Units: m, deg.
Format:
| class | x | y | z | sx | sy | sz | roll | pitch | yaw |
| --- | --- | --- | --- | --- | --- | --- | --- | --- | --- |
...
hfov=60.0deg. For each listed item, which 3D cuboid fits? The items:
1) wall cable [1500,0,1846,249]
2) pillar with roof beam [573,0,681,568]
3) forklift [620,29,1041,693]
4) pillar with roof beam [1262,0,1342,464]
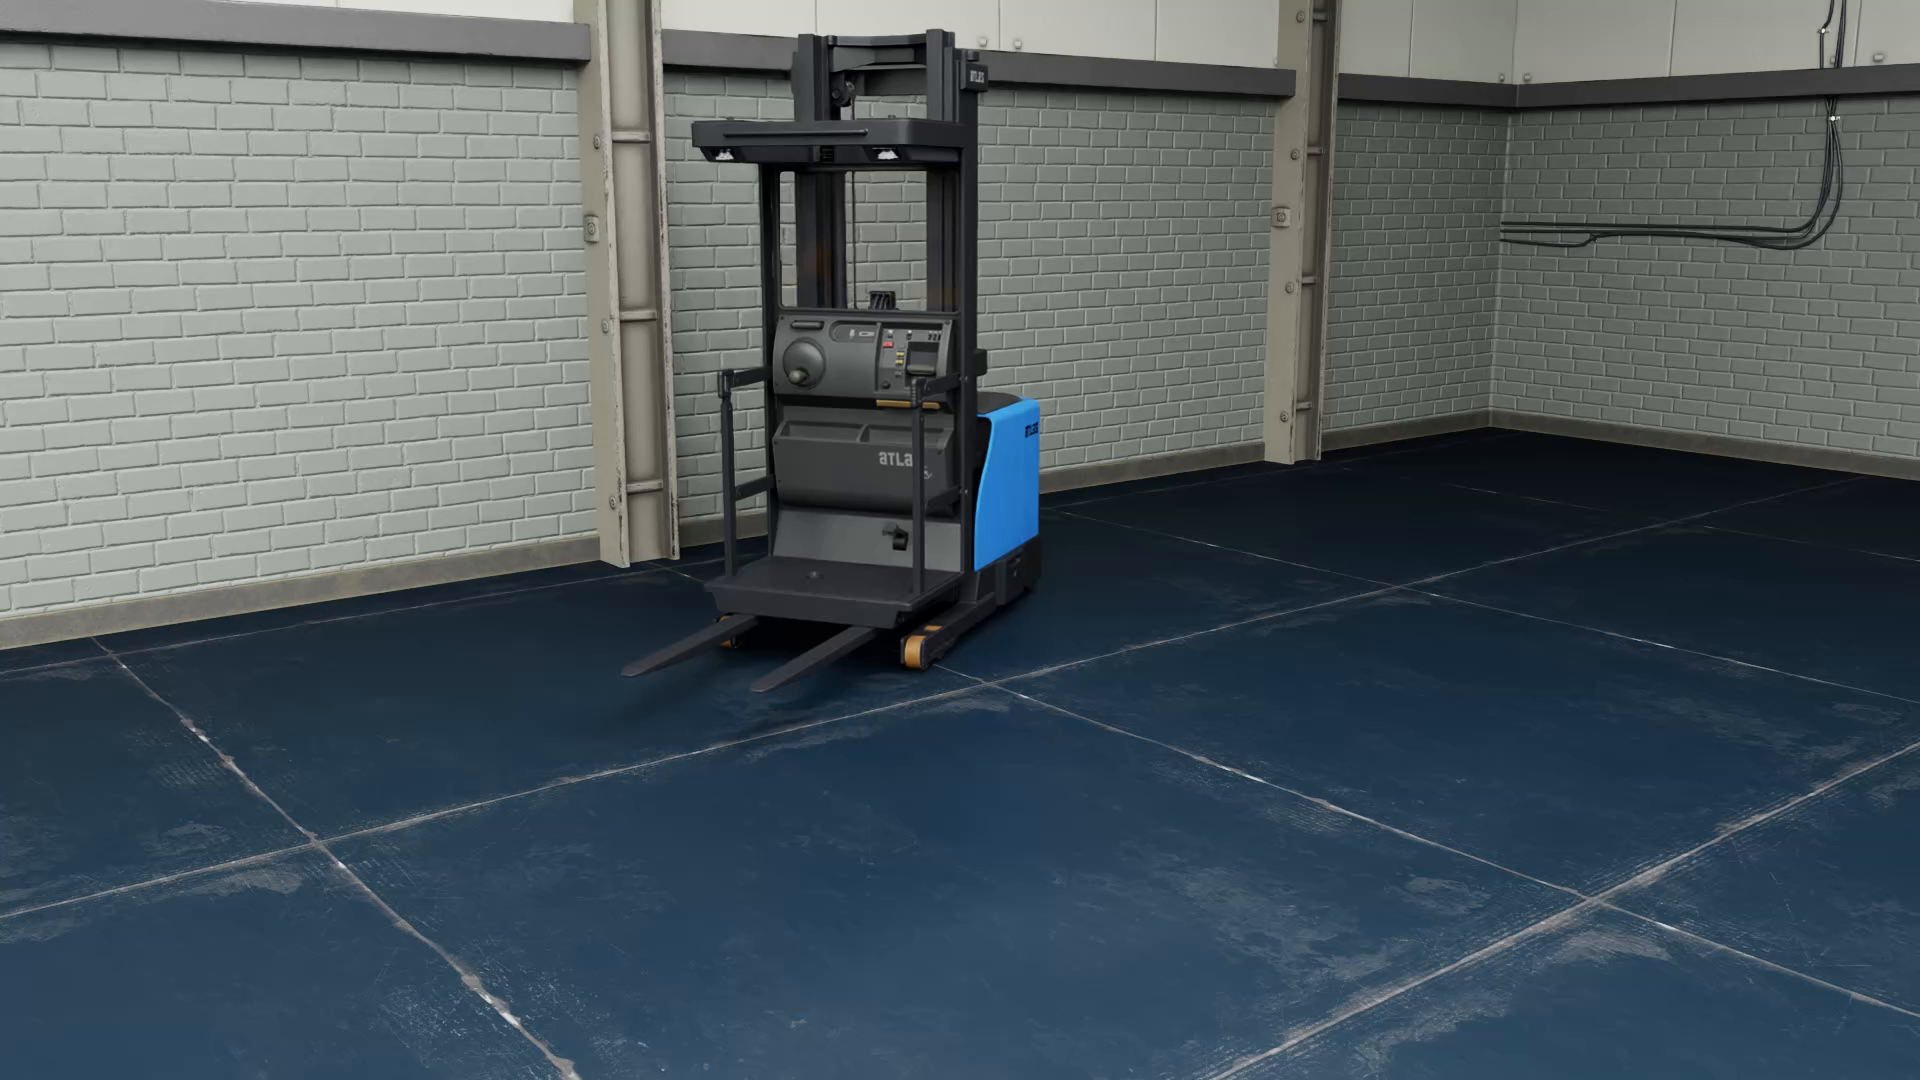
| class | x | y | z | sx | sy | sz | roll | pitch | yaw |
| --- | --- | --- | --- | --- | --- | --- | --- | --- | --- |
| wall cable | 5.867 | -3.715 | 13.935 | 0.112 | 2.526 | 3.097 | -9 | 15 | -38 |
| pillar with roof beam | 0.745 | -3.589 | 5.867 | 0.400 | 9.000 | 9.100 | -9 | 15 | -38 |
| forklift | -0.556 | -0.924 | 7.923 | 1.130 | 2.935 | 3.031 | 5 | 13 | 21 |
| pillar with roof beam | 5.430 | -4.368 | 9.534 | 0.400 | 9.000 | 9.100 | -9 | 15 | -38 |
